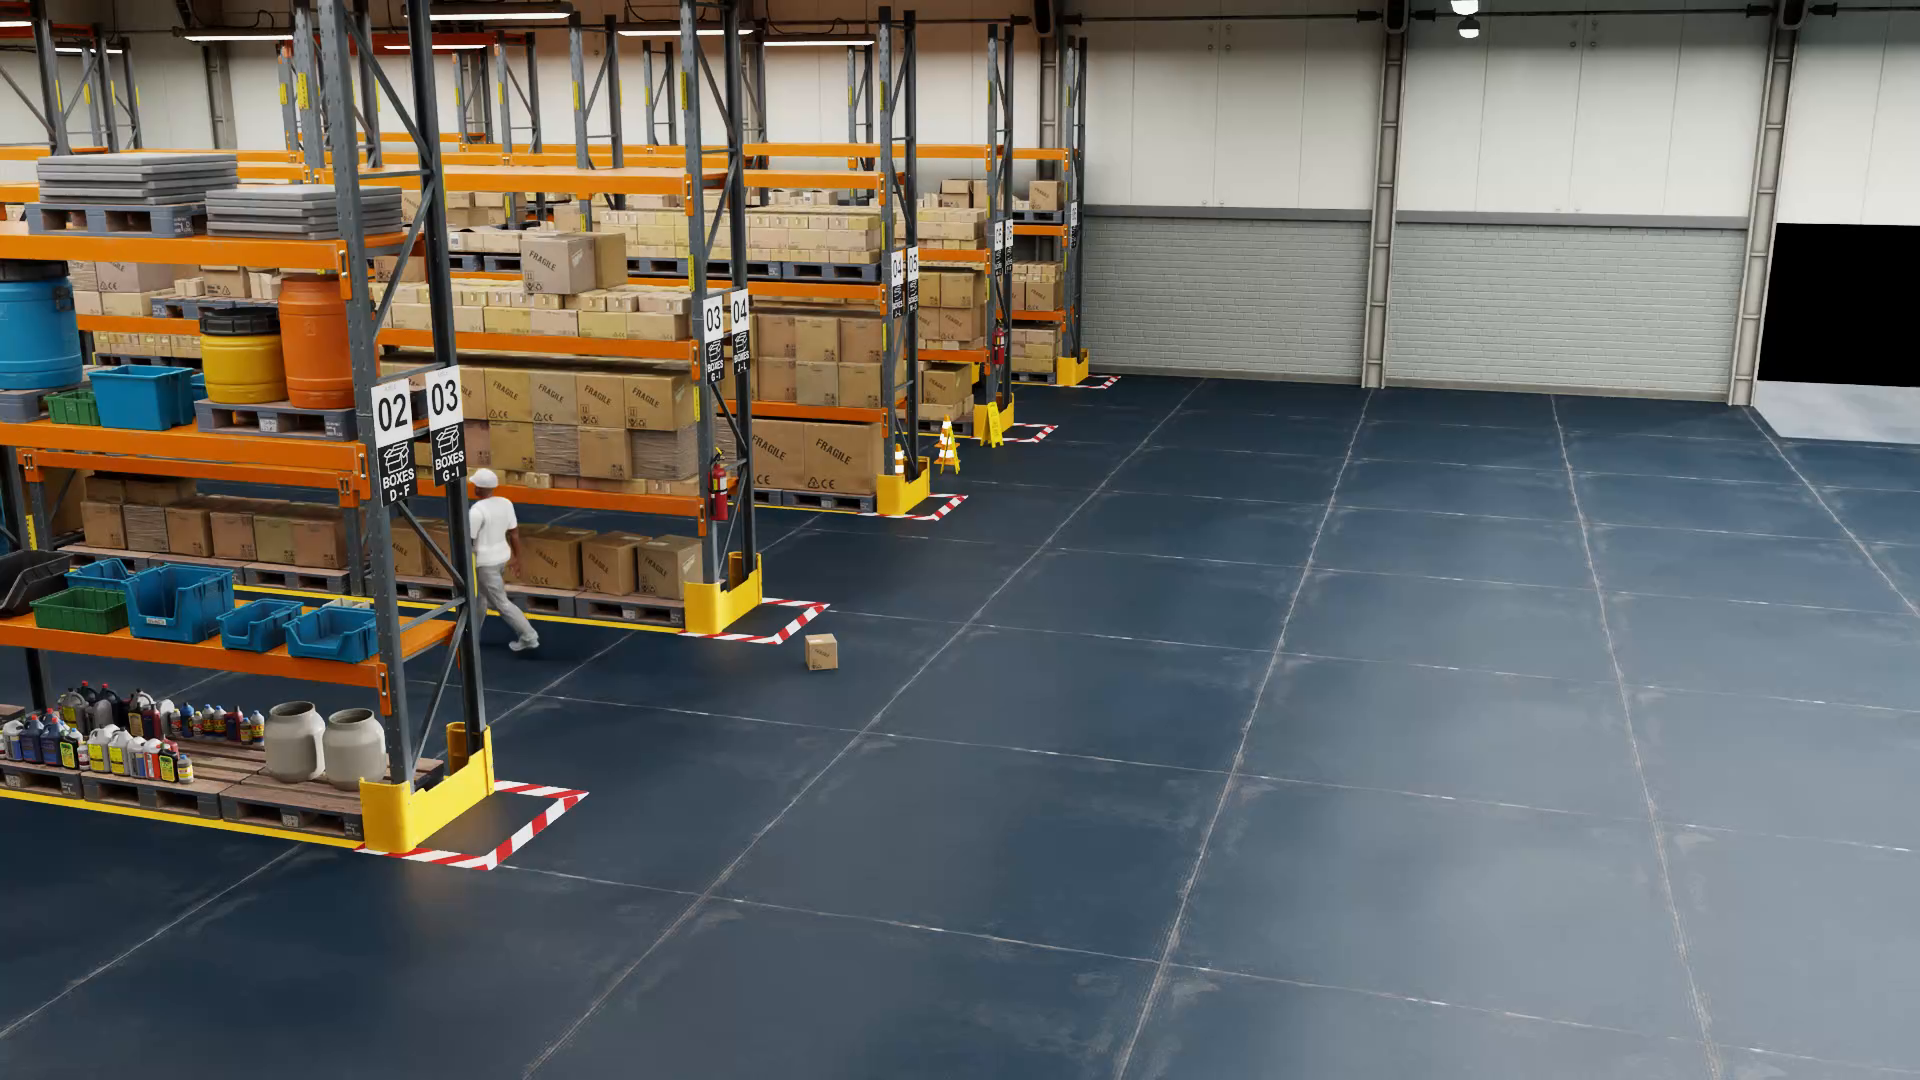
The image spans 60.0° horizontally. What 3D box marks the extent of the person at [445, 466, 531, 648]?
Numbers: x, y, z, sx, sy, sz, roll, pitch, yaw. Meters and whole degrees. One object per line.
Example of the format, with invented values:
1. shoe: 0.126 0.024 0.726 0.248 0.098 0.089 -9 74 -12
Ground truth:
1. person: -4.399 0.173 15.331 1.021 1.729 0.557 5 16 17
